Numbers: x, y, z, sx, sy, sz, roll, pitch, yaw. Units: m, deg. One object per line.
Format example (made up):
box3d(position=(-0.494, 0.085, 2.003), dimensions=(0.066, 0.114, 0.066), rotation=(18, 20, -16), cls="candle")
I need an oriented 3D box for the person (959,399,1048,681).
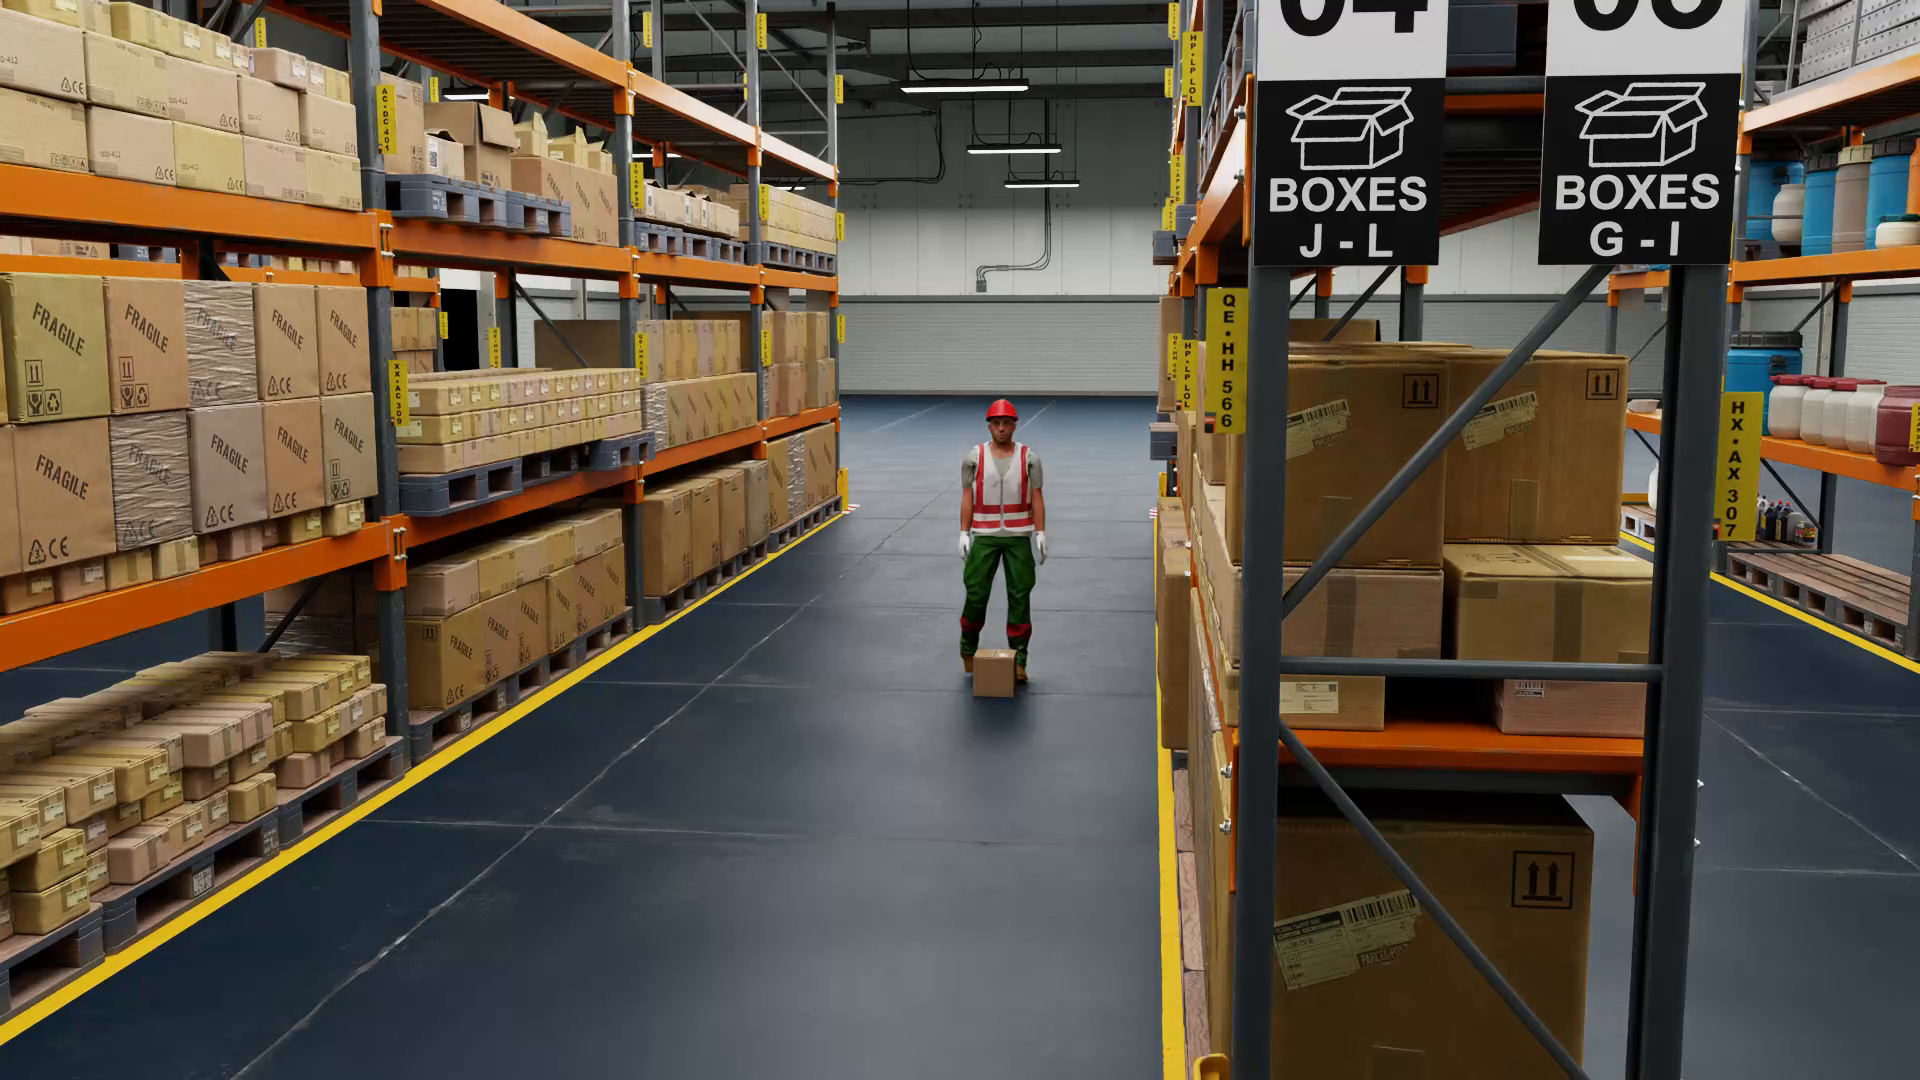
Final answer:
box3d(position=(0.281, -0.003, 10.674), dimensions=(0.575, 1.790, 0.527), rotation=(0, 7, 1), cls="person")
